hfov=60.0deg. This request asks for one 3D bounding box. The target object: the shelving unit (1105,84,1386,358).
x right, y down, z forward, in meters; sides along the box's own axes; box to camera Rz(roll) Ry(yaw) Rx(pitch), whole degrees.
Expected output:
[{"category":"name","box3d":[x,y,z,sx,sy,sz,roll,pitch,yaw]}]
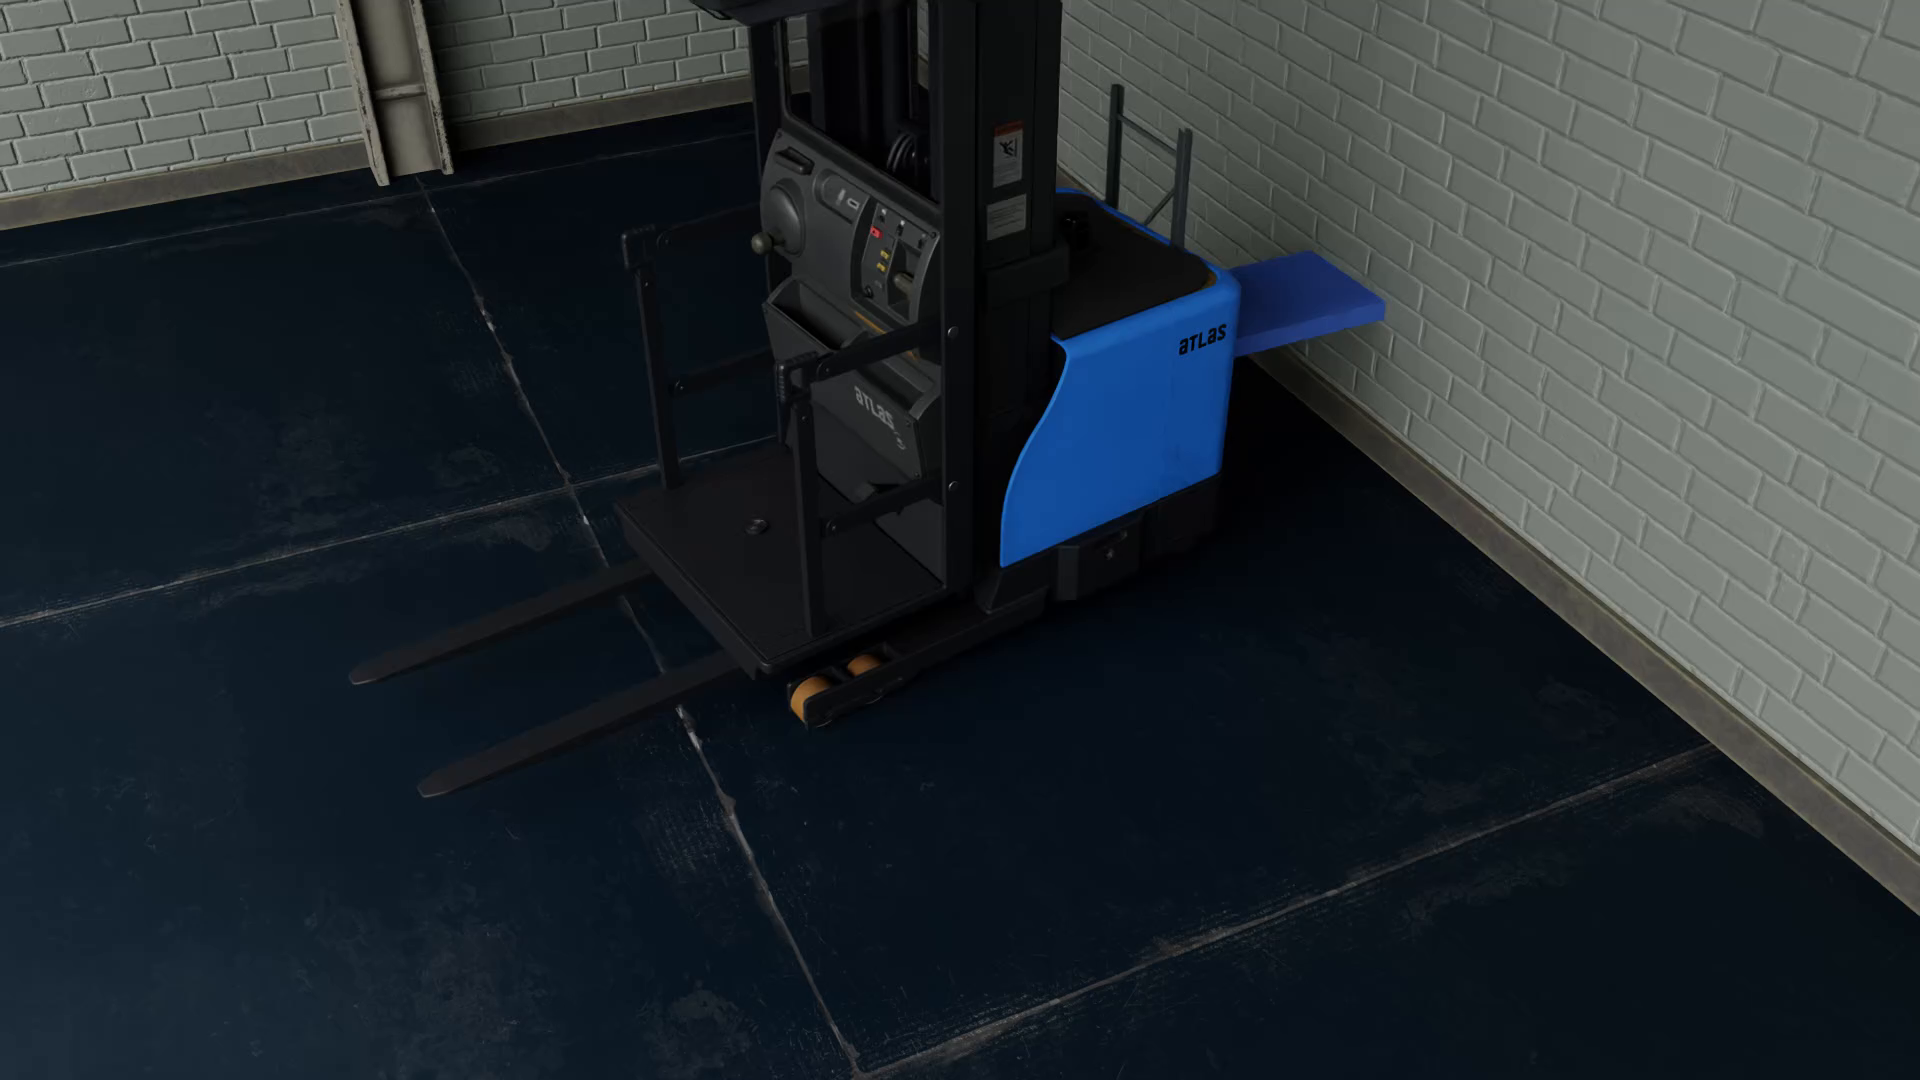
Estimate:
[{"category":"shelving unit","box3d":[1.121,-1.014,6.354,1.048,1.500,0.538,-16,38,-20]}]

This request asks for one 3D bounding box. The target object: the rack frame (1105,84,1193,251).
[{"category":"rack frame","box3d":[0.663,-0.884,6.178,0.032,1.500,0.500,-16,38,-20]}]

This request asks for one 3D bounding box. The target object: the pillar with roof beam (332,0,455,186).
[{"category":"pillar with roof beam","box3d":[-1.117,-3.290,3.132,0.400,9.000,9.100,-16,39,-20]}]

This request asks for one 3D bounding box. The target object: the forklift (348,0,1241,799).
[{"category":"forklift","box3d":[-0.522,-0.926,5.038,3.031,2.935,1.130,-23,42,-28]}]

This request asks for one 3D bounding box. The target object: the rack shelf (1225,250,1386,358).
[{"category":"rack shelf","box3d":[1.122,-0.868,6.459,1.000,0.185,0.538,-16,38,-20]}]
